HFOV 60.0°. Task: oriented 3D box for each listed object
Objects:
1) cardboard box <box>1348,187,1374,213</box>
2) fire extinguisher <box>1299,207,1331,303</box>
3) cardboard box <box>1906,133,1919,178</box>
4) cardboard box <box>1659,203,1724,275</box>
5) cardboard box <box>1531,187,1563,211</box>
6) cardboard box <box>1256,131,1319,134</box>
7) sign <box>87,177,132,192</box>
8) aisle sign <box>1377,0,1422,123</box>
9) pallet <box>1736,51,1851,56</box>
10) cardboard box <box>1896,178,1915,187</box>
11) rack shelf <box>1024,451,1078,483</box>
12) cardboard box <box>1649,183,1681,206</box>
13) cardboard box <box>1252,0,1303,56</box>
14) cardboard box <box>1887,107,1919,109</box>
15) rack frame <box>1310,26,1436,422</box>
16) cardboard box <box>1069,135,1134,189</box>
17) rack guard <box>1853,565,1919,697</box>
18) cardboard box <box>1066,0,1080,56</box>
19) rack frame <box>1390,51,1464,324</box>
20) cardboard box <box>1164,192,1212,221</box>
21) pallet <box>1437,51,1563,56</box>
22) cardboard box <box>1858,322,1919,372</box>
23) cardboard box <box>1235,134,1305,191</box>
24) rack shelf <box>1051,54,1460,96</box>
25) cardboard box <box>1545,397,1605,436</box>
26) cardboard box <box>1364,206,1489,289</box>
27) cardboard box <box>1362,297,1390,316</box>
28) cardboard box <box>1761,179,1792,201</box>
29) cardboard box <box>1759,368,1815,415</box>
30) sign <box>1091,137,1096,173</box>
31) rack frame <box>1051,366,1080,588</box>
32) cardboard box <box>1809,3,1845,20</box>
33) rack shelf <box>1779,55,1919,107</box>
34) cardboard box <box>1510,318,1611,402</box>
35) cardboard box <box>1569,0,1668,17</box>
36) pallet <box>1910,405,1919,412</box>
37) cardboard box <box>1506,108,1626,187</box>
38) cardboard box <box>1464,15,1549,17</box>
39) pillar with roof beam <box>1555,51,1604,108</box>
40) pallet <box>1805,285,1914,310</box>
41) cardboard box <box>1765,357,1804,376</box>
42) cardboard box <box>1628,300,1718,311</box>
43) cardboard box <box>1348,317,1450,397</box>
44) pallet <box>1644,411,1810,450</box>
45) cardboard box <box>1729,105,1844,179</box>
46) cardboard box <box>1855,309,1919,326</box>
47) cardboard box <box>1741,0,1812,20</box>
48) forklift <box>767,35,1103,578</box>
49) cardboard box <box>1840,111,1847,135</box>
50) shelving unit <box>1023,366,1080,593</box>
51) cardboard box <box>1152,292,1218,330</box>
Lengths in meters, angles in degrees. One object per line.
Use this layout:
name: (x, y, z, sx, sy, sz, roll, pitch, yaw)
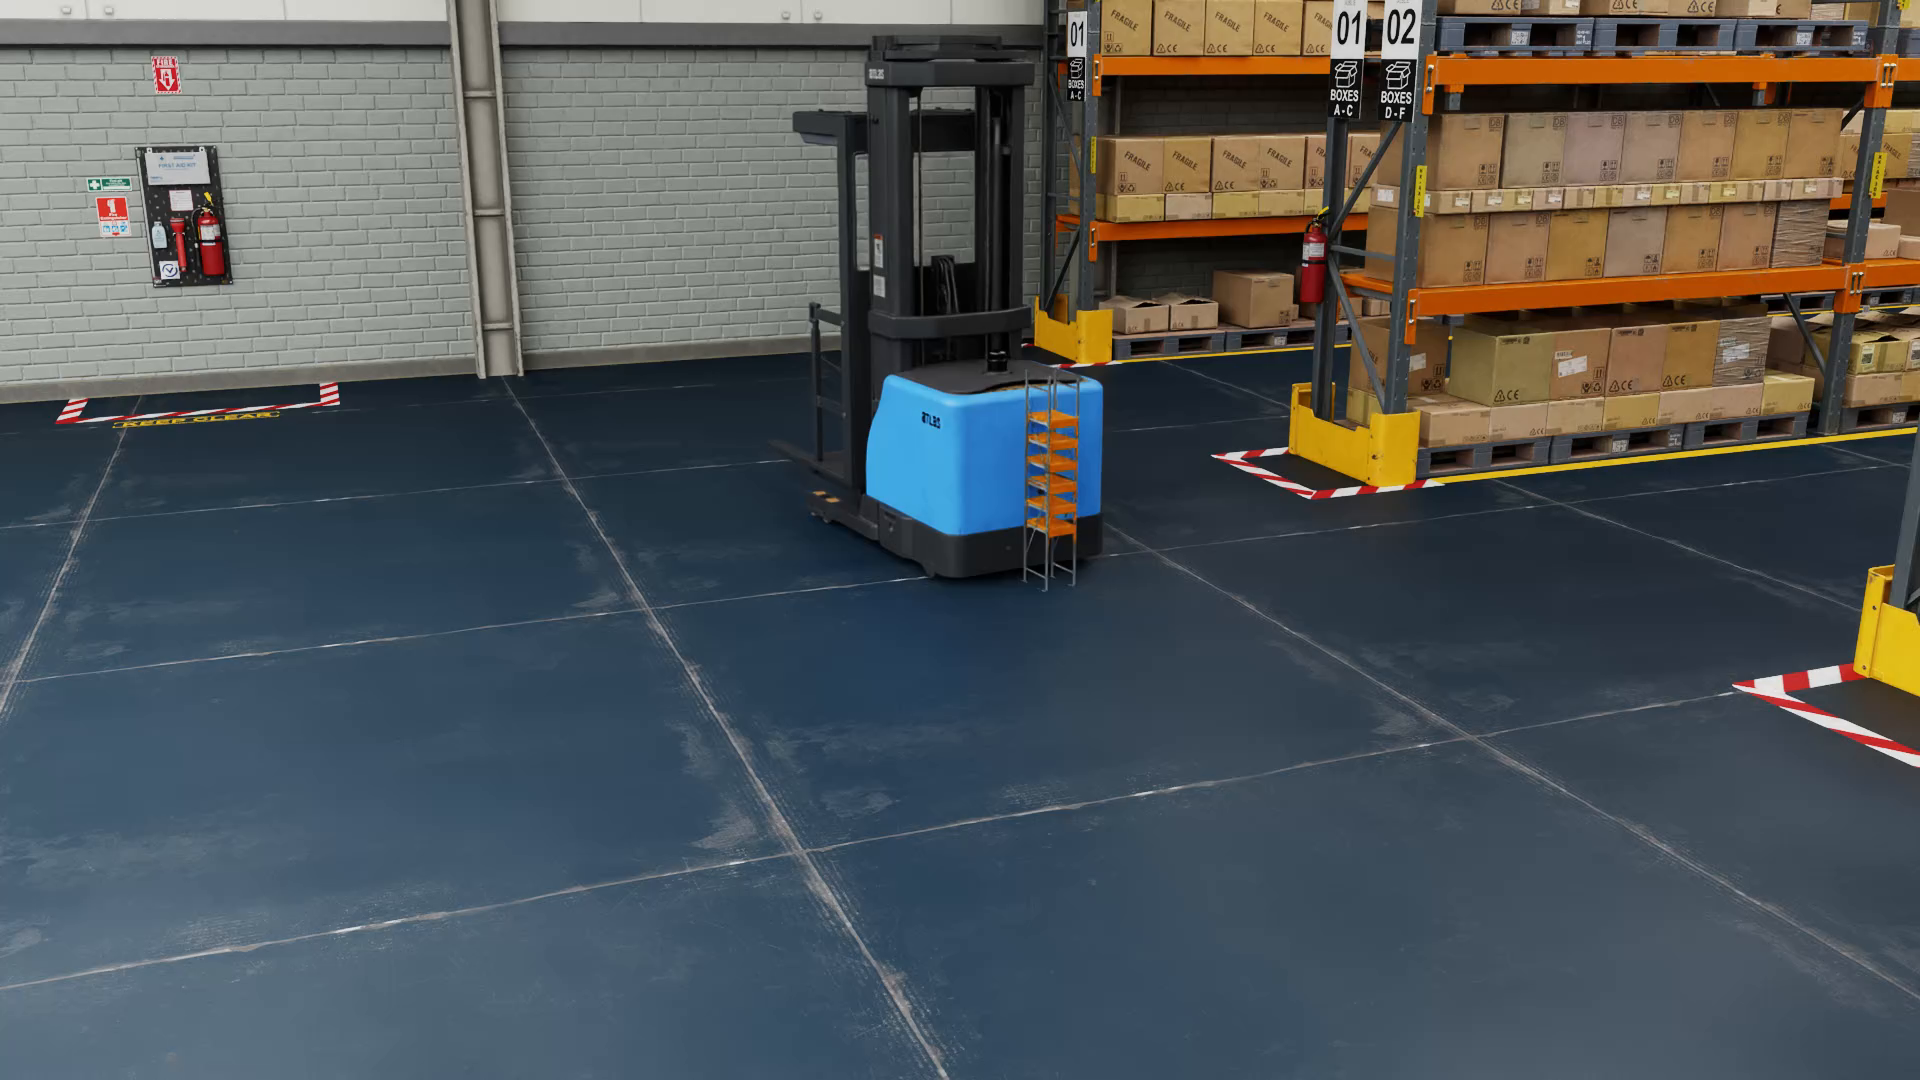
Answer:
cardboard box: (3.964, -3.436, 16.705, 0.500, 0.250, 0.500, -6, 17, -20)
fire extinguisher: (2.530, -2.041, 11.861, 0.183, 0.674, 0.296, -6, 17, -20)
cardboard box: (10.951, -4.465, 19.239, 0.500, 0.500, 0.500, -6, 17, -20)
cardboard box: (5.170, -2.268, 12.320, 0.500, 0.500, 0.700, -6, 17, -19)
cardboard box: (3.966, -2.387, 11.573, 0.250, 0.149, 0.380, -6, 18, -21)
cardboard box: (3.301, -3.879, 16.883, 0.500, 0.500, 0.500, -6, 17, -19)
sign: (-7.095, -2.965, 13.869, 0.331, 0.109, 0.001, -6, 17, -20)
aisle sign: (2.855, -3.128, 10.811, 0.004, 0.787, 0.394, -6, 17, -20)
pallet: (9.083, -5.504, 18.531, 1.003, 0.211, 1.213, -5, 17, -18)
cardboard box: (10.820, -4.144, 19.297, 0.250, 0.149, 0.380, -7, 18, -22)
rack shelf: (0.496, -0.400, 9.062, 0.180, 0.103, 0.258, -9, 19, -29)
cardboard box: (4.932, -2.491, 11.928, 0.250, 0.149, 0.380, -6, 17, -18)
cardboard box: (2.923, -4.893, 15.900, 0.500, 0.500, 0.500, -5, 17, -17)
cardboard box: (11.227, -5.008, 19.757, 0.500, 0.250, 0.500, -6, 17, -19)
rack frame: (2.807, -1.967, 11.474, 0.127, 3.000, 1.000, -6, 17, -20)
cardboard box: (1.395, -3.671, 16.176, 0.500, 0.500, 0.500, -6, 18, -21)
rack guard: (4.630, 0.515, 7.456, 0.348, 0.500, 1.175, -6, 17, -20)
cardboard box: (1.330, -4.876, 15.842, 0.500, 0.500, 0.500, -5, 17, -16)
rack frame: (4.766, -3.674, 17.285, 0.127, 3.000, 1.000, -6, 17, -20)
cardboard box: (2.080, -3.230, 16.004, 0.500, 0.250, 0.500, -7, 18, -22)
pallet: (5.381, -5.057, 17.005, 1.003, 0.211, 1.213, -6, 17, -20)
cardboard box: (7.486, -1.547, 13.183, 0.500, 0.311, 0.500, -6, 18, -21)
cardboard box: (3.012, -3.690, 16.239, 0.500, 0.500, 0.500, -6, 17, -18)
rack shelf: (2.898, -4.566, 16.277, 4.000, 0.370, 1.077, -6, 17, -20)
cardboard box: (4.320, -0.947, 12.134, 0.500, 0.250, 0.500, -6, 17, -20)
cardboard box: (3.247, -2.059, 11.609, 0.500, 0.500, 0.700, -6, 17, -20)
cardboard box: (4.277, -2.464, 17.411, 0.250, 0.166, 0.380, -9, 18, -27)
cardboard box: (5.890, -2.595, 12.282, 0.250, 0.149, 0.380, -7, 18, -22)
cardboard box: (6.187, -1.149, 12.821, 0.500, 0.250, 0.500, -6, 17, -20)
sign: (1.225, -3.543, 15.303, 0.005, 0.325, 0.100, -6, 17, -20)
rack frame: (0.575, -0.340, 9.127, 0.006, 1.200, 0.240, -9, 19, -29)
cardboard box: (9.409, -5.907, 18.606, 0.500, 0.500, 0.700, -7, 18, -23)
rack shelf: (8.410, -3.666, 13.213, 4.000, 0.370, 1.077, -6, 17, -20)
cardboard box: (4.316, -1.310, 12.038, 0.500, 0.500, 0.500, -6, 17, -20)
cardboard box: (4.455, -3.819, 11.284, 0.500, 0.500, 0.500, -6, 17, -20)
pallet: (8.357, -1.241, 13.951, 1.213, 0.211, 1.003, -6, 17, -20)
cardboard box: (4.256, -2.792, 11.804, 0.500, 0.500, 0.700, -6, 17, -20)
cardboard box: (3.788, -3.789, 11.626, 0.500, 0.250, 0.500, -6, 17, -20)
pillar with roof beam: (8.518, -5.919, 14.284, 0.400, 9.000, 9.100, -6, 17, -20)
pallet: (10.402, -2.921, 19.669, 1.213, 0.211, 1.003, -6, 17, -20)
cardboard box: (6.826, -1.371, 13.578, 0.500, 0.250, 0.500, -6, 18, -21)
cardboard box: (5.533, -1.596, 13.013, 0.500, 0.500, 0.500, -6, 17, -20)
cardboard box: (3.201, -1.342, 12.148, 0.500, 0.500, 0.500, -6, 17, -20)
pallet: (5.784, -0.964, 13.005, 1.213, 0.211, 1.003, -6, 17, -20)
cardboard box: (6.130, -2.995, 12.493, 0.500, 0.500, 0.700, -6, 17, -20)
cardboard box: (7.768, -1.742, 13.846, 0.500, 0.311, 0.500, -6, 17, -20)
cardboard box: (5.977, -4.145, 12.395, 0.500, 0.500, 0.500, -5, 17, -16)
forklift: (-0.333, -1.563, 10.218, 1.130, 2.935, 3.031, -9, 19, -28)
cardboard box: (9.519, -4.669, 18.604, 0.500, 0.250, 0.500, -6, 18, -21)
shelving unit: (0.496, -0.327, 9.083, 0.189, 1.200, 0.258, -9, 19, -29)
cardboard box: (2.241, -2.295, 16.581, 0.500, 0.311, 0.500, -5, 17, -15)
